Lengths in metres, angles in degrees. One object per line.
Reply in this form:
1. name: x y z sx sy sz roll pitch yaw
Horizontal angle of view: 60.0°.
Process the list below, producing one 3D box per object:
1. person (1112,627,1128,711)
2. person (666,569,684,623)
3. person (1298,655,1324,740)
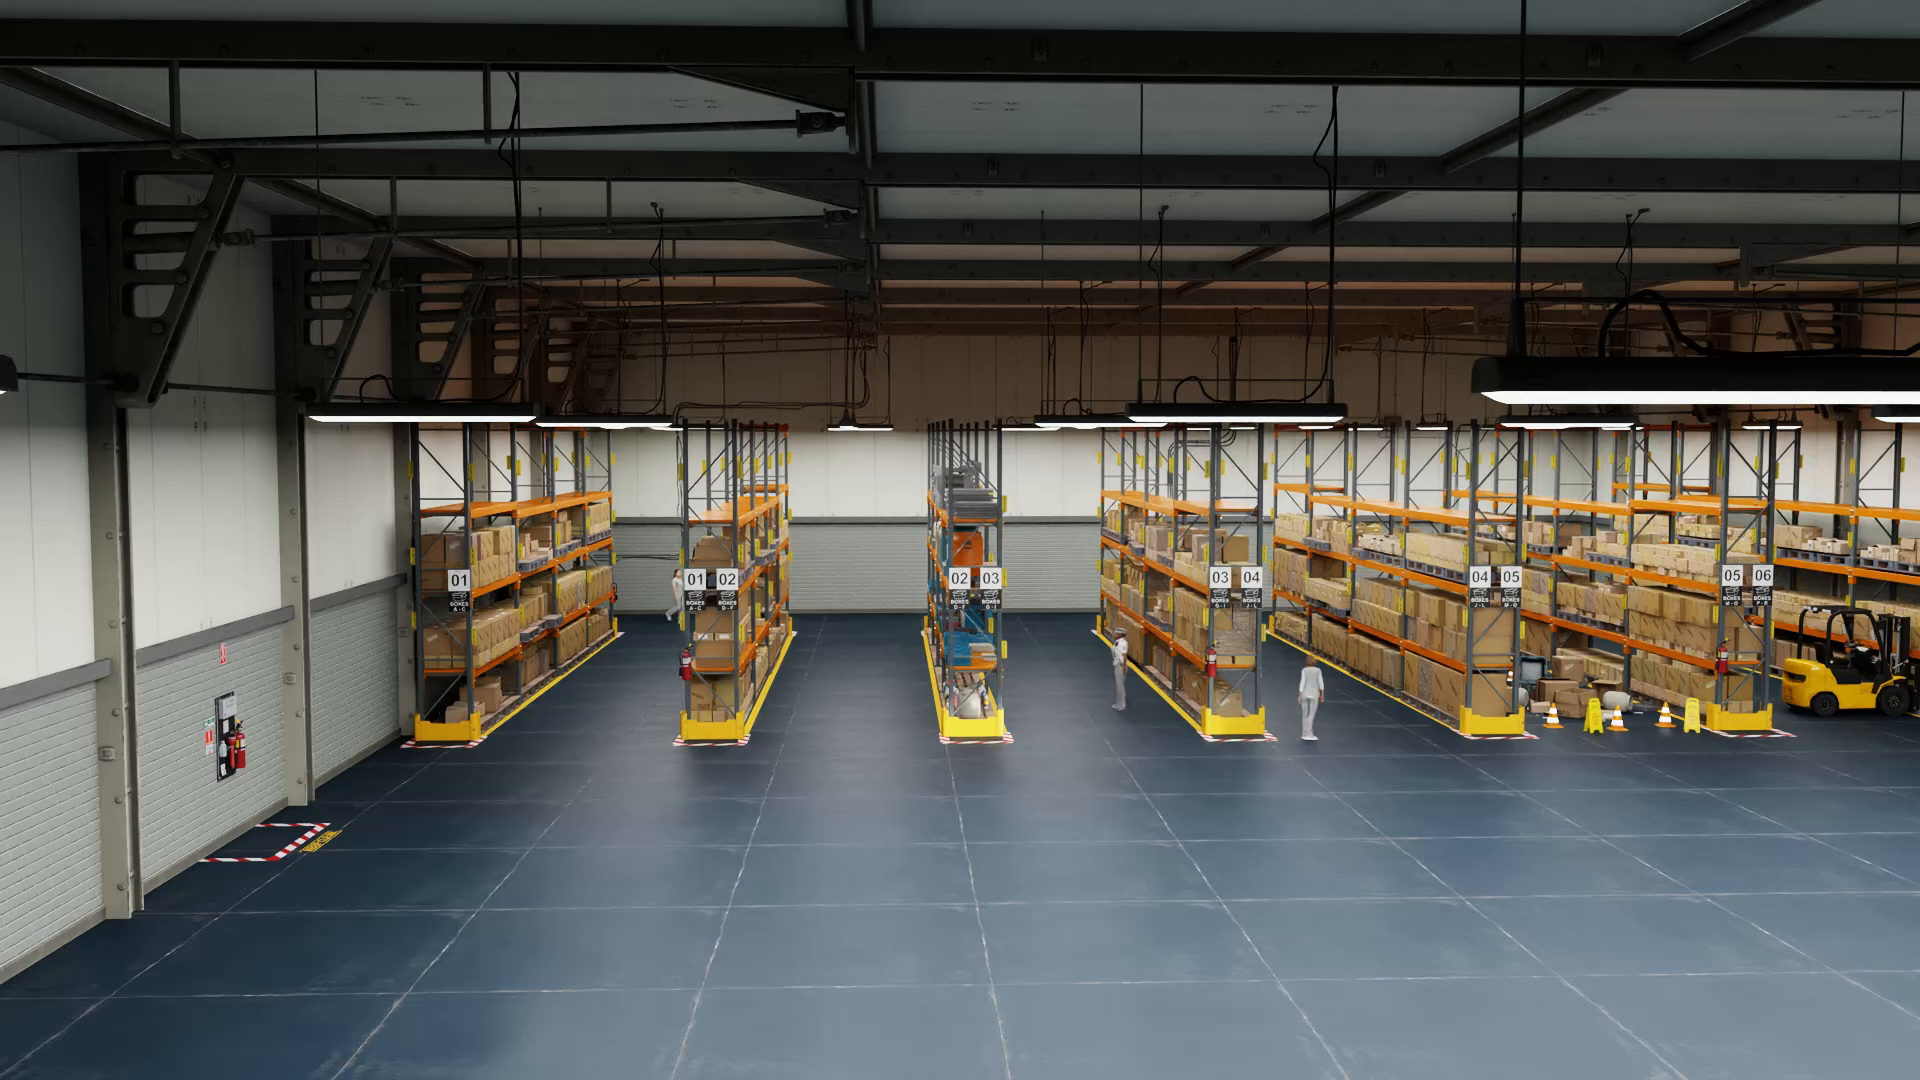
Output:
1. person: 3.334 2.678 34.651 0.360 1.720 0.580 0 4 -5
2. person: -8.503 1.685 50.049 0.663 1.643 0.468 2 4 26
3. person: 6.558 2.931 31.017 0.444 1.598 0.351 2 4 28
